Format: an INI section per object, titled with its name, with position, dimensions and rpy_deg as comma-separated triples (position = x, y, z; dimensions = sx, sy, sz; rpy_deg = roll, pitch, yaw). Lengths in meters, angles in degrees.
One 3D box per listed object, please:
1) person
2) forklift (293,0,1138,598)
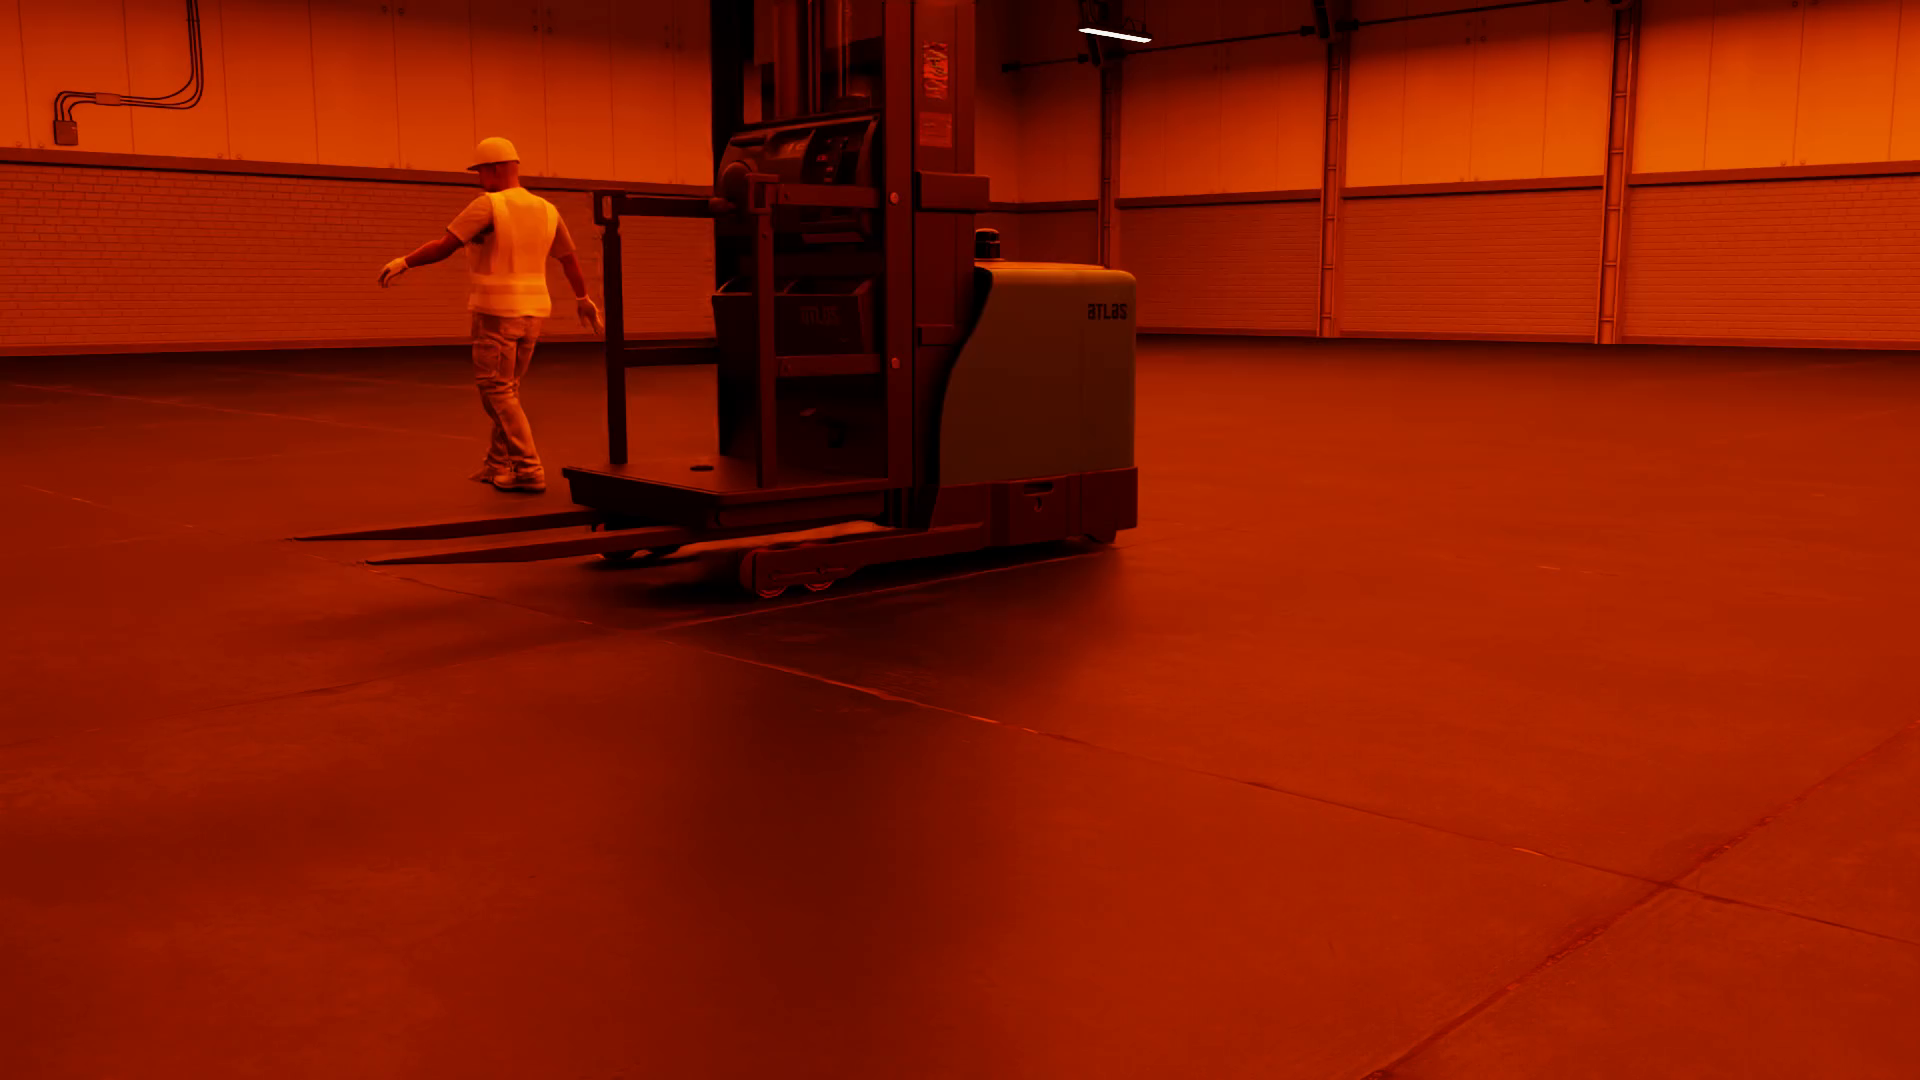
[person]
position = -2.347, -1.140, 8.472
dimensions = 0.725, 1.769, 1.043
rpy_deg = 5, 10, 29
[forklift]
position = -0.749, -1.346, 5.813
dimensions = 3.031, 2.935, 1.130
rpy_deg = -7, 11, -40
